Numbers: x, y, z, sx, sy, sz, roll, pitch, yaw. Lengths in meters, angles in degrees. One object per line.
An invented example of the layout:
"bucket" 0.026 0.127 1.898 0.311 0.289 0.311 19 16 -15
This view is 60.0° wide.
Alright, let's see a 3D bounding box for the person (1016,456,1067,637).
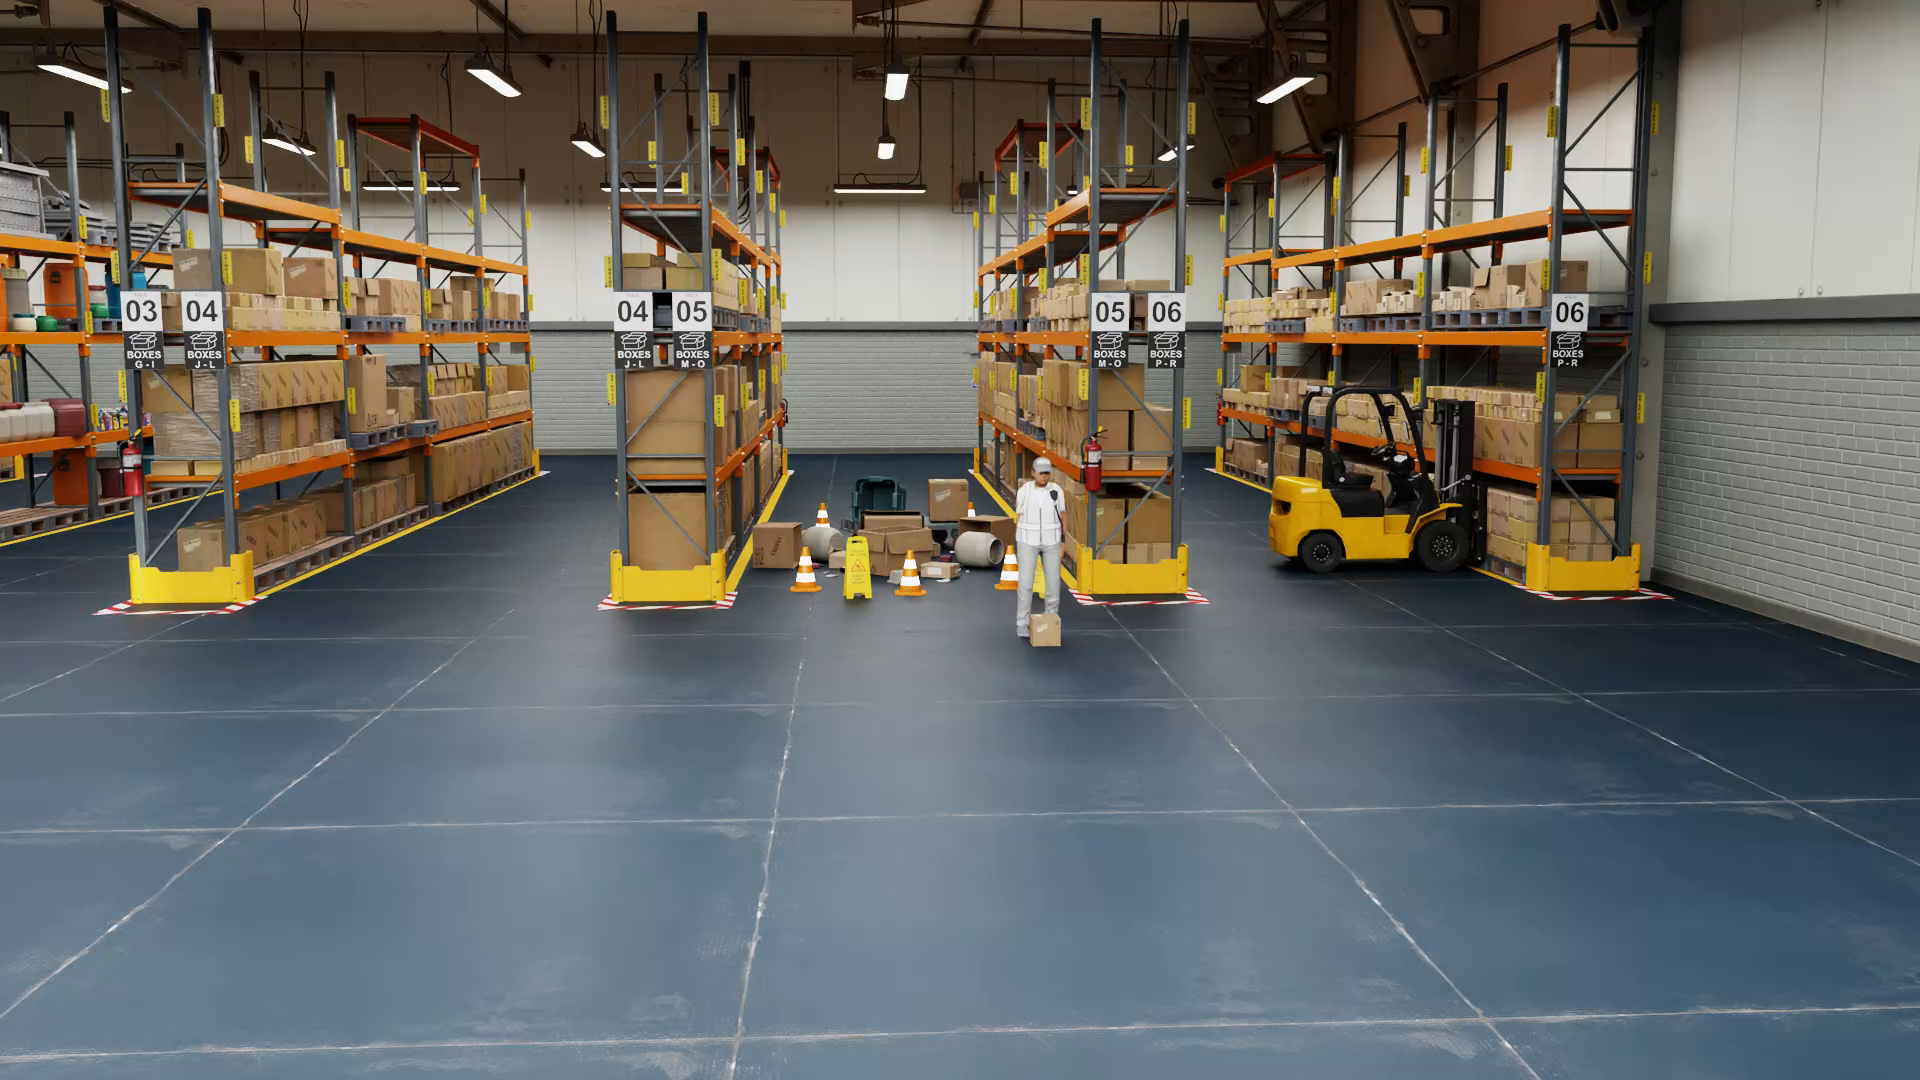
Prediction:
"person" 0.749 0.057 15.309 0.468 1.659 0.391 0 7 -2
